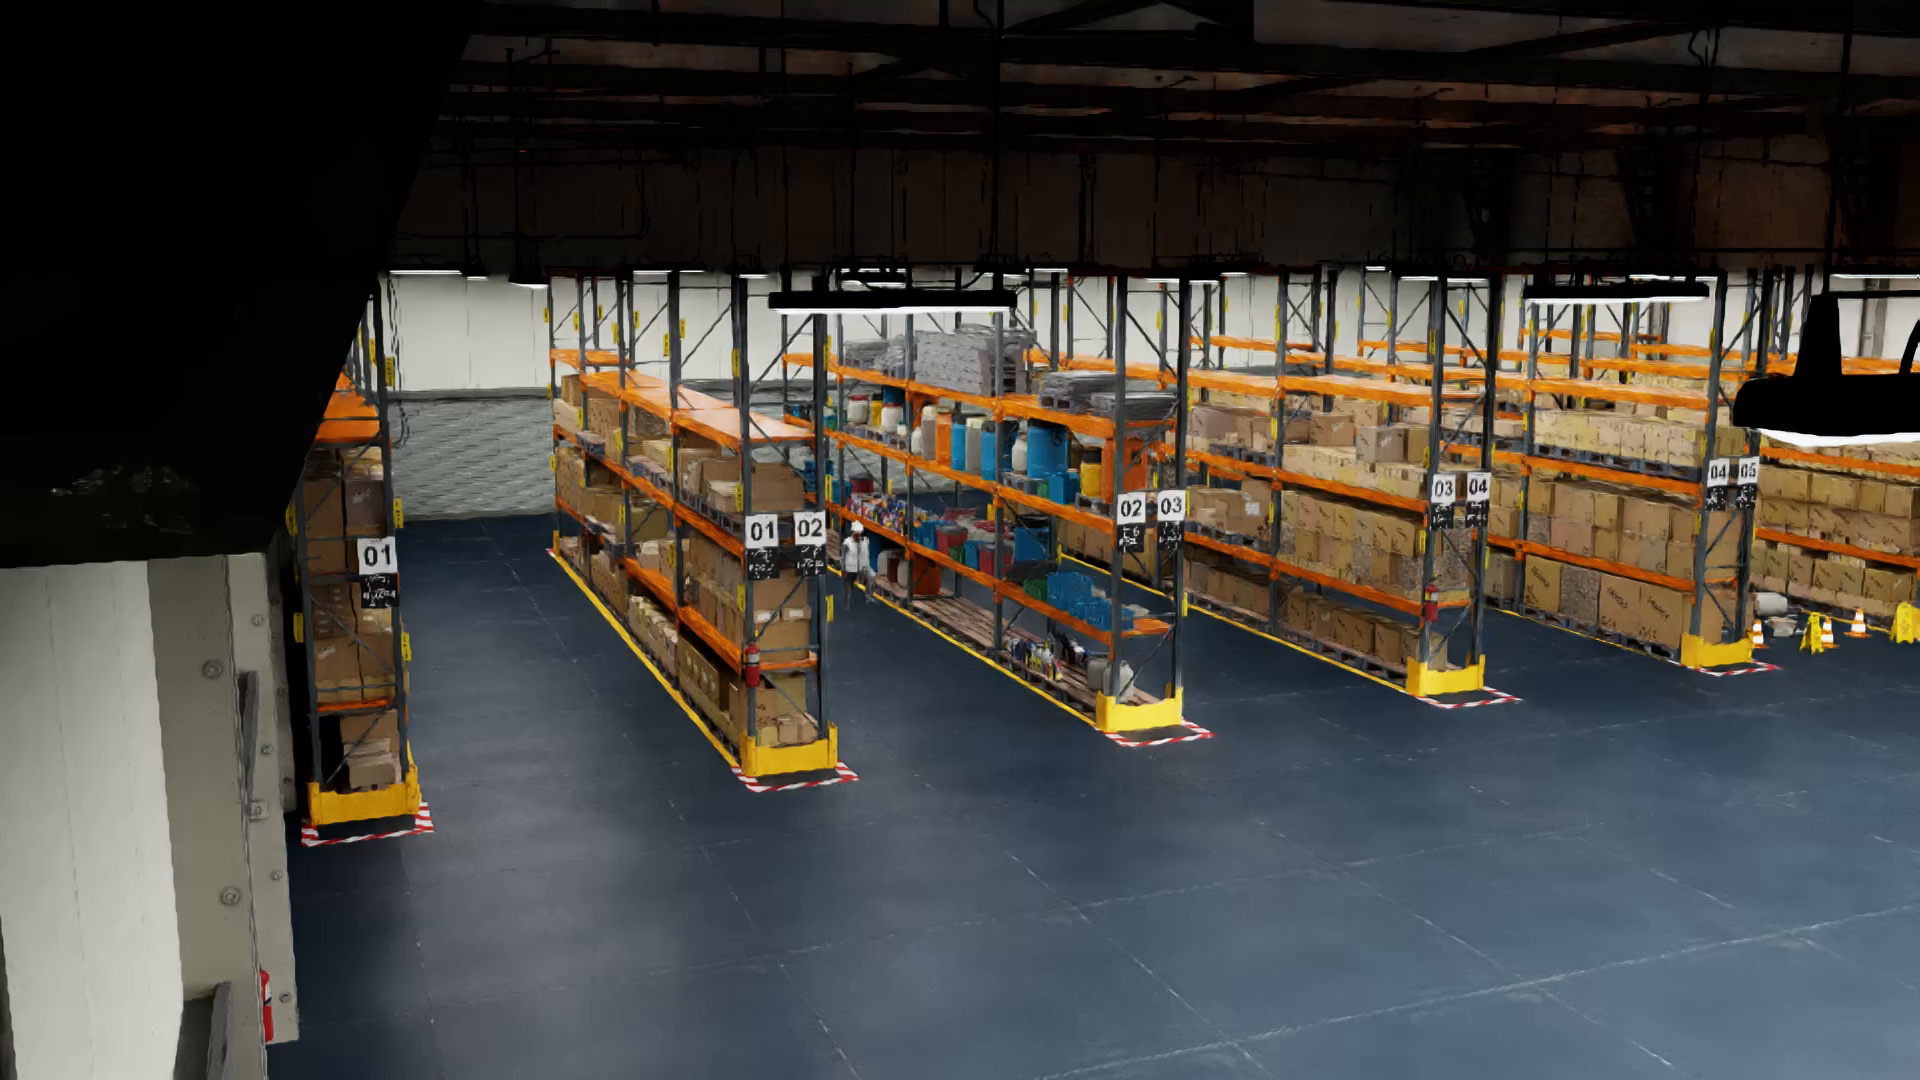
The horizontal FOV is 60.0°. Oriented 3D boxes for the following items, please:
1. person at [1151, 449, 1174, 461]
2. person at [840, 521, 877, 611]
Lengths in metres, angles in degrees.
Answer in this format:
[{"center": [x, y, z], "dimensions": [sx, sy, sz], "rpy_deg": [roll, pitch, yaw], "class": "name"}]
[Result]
[{"center": [5.103, -1.789, 41.861], "dimensions": [0.613, 1.756, 0.581], "rpy_deg": [3, 10, 15], "class": "person"}, {"center": [-1.809, 0.478, 28.893], "dimensions": [0.548, 1.676, 1.111], "rpy_deg": [-3, 10, -18], "class": "person"}]
